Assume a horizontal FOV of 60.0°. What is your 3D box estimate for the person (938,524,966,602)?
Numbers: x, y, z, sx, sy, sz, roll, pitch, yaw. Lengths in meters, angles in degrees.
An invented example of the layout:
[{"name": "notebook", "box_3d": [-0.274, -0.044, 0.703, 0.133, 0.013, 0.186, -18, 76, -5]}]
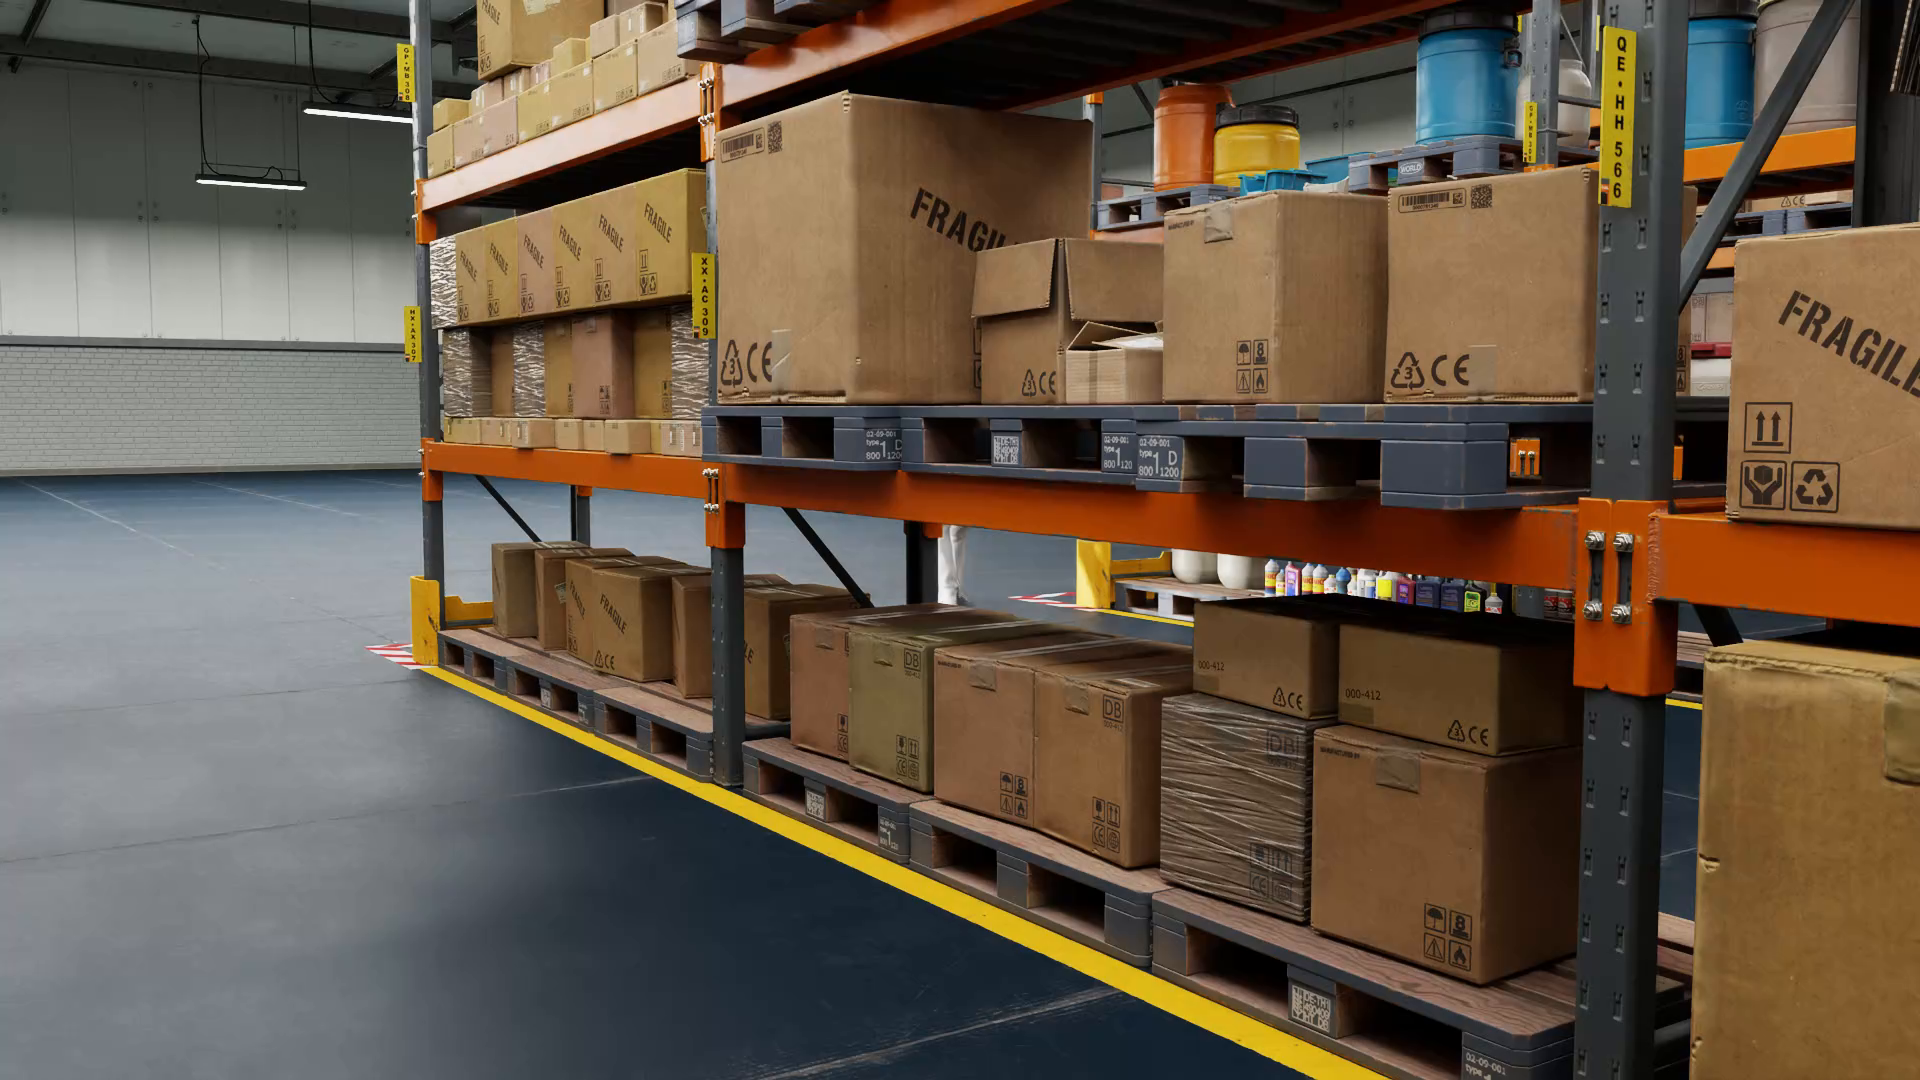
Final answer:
[{"name": "person", "box_3d": [-0.109, -0.399, 12.774, 0.585, 1.720, 1.091, -1, 5, -14]}]
